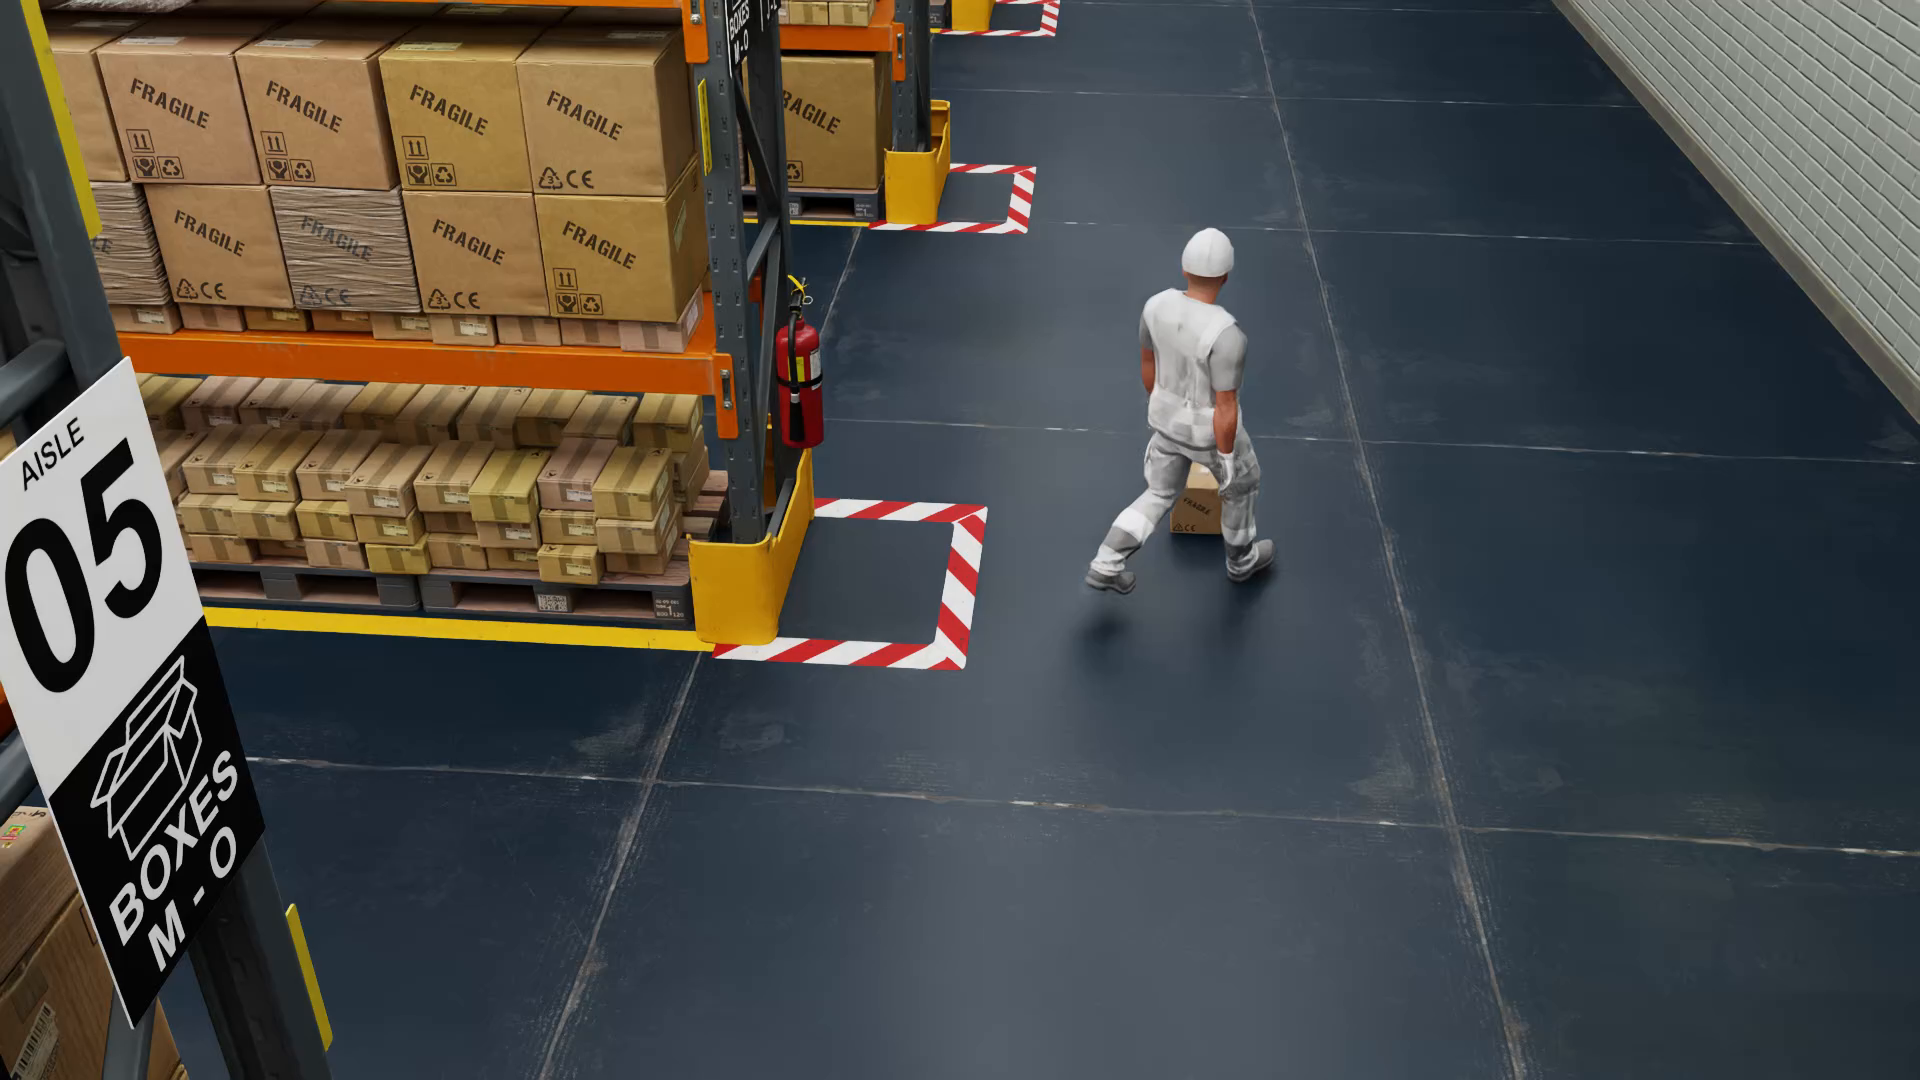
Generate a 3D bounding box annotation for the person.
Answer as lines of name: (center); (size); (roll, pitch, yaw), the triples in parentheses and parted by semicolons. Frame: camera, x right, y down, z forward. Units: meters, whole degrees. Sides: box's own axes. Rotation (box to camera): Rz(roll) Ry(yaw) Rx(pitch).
person: (1.014, -0.504, 6.967); (1.005, 1.737, 0.575); (-26, 40, -36)
